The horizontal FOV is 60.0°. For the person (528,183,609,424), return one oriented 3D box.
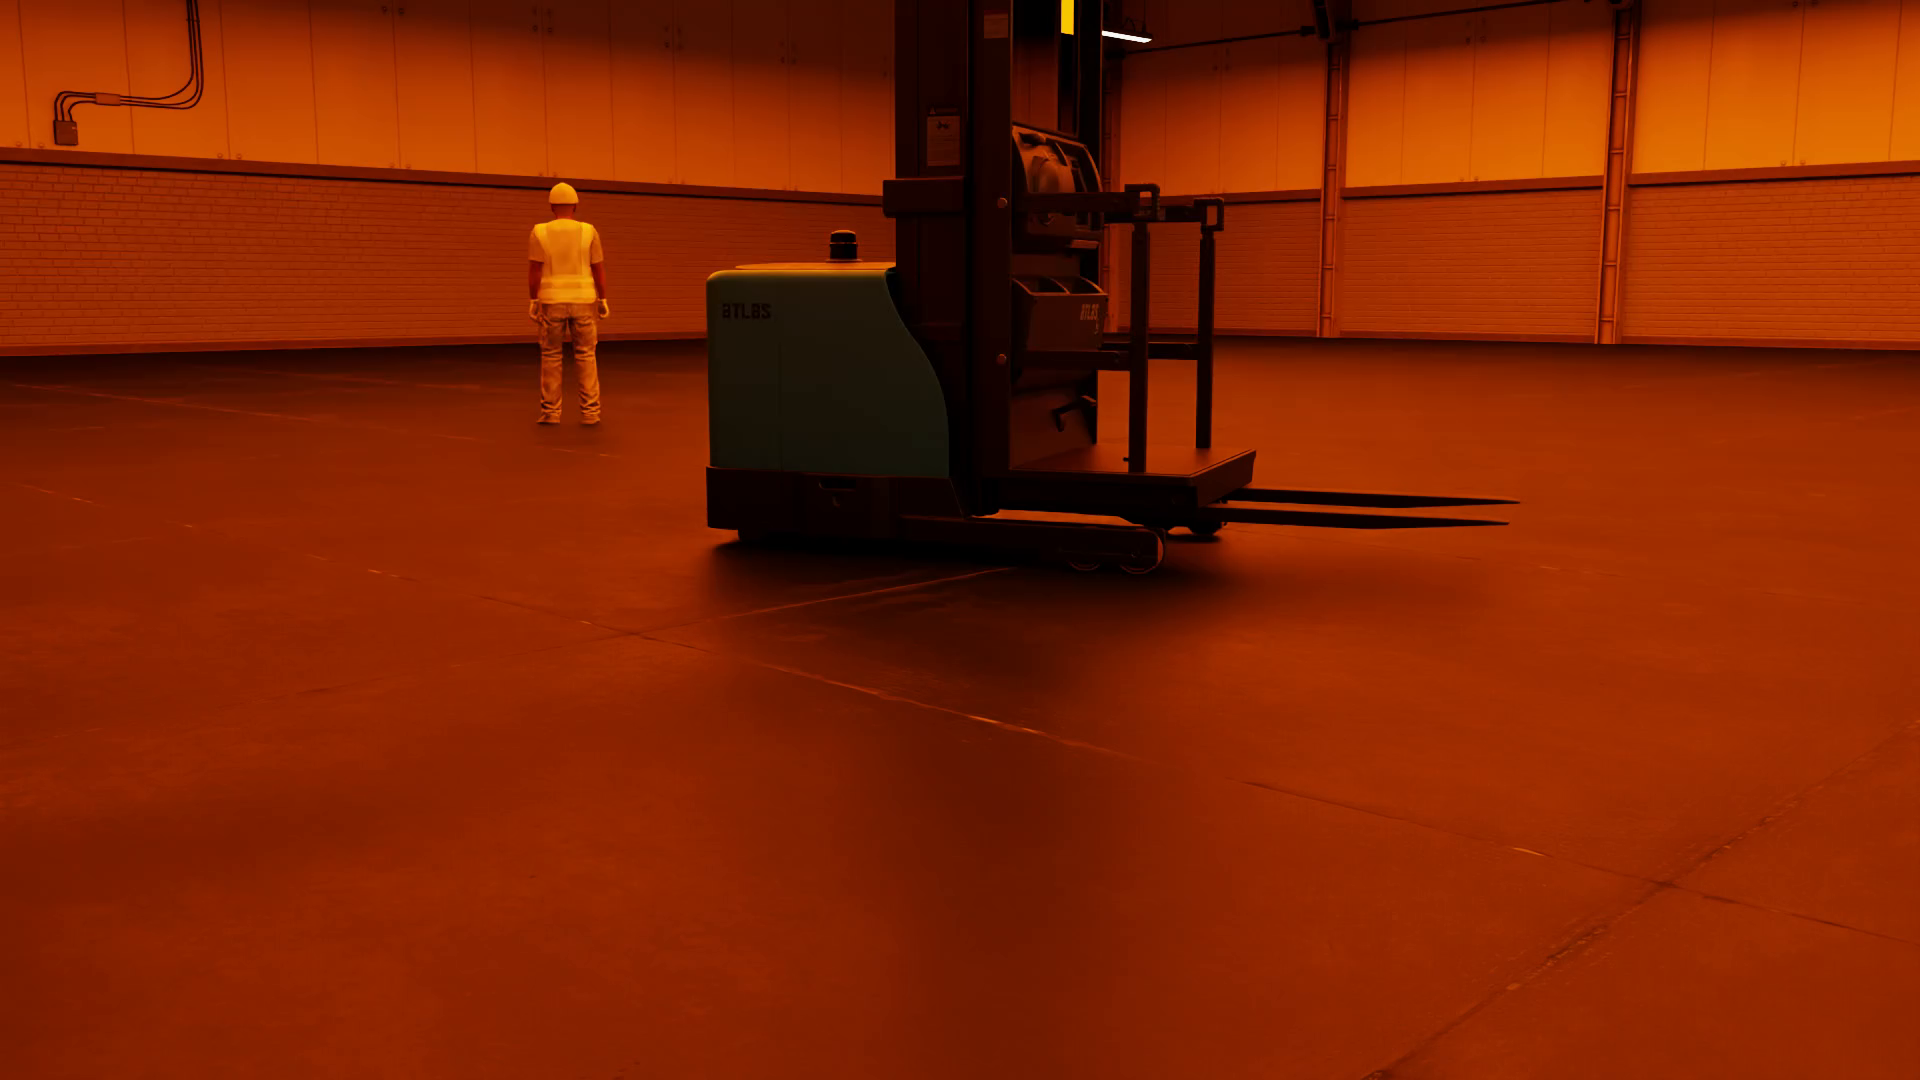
[{"bbox_3d":[-2.933,-1.763,12.467,0.589,1.789,0.403,-2,9,-16],"label":"person"}]

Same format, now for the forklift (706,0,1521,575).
[{"bbox_3d":[0.565,-1.416,6.275,3.031,2.935,1.130,3,9,22],"label":"forklift"}]
